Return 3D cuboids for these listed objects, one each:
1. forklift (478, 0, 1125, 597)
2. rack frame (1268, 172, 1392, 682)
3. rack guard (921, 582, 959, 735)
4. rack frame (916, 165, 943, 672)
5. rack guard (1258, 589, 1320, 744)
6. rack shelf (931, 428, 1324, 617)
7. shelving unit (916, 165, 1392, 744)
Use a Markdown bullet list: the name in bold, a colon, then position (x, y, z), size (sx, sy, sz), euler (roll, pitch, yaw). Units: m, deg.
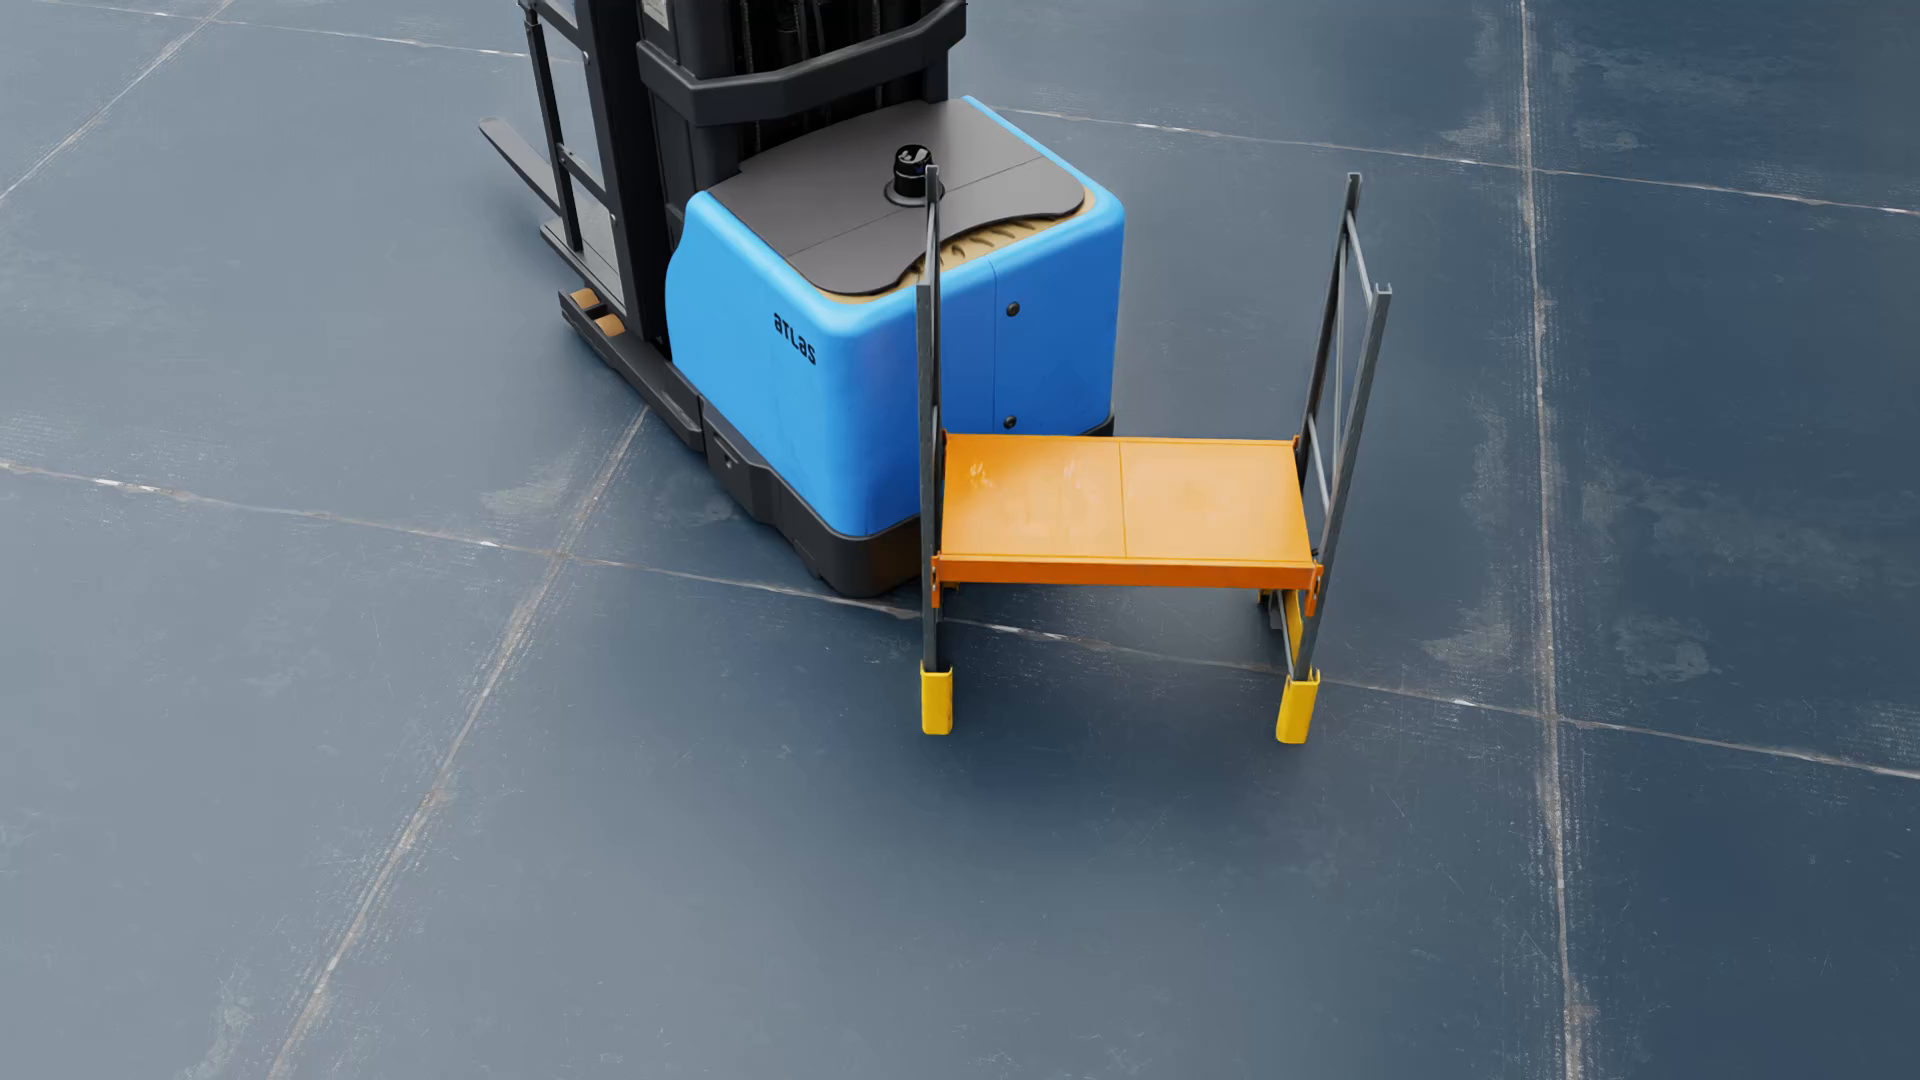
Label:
- **forklift**: position (-0.781, -1.867, 5.076), size (1.130, 2.935, 3.031), euler (-27, 50, -25)
- **rack frame**: position (0.942, -0.173, 4.348), size (0.032, 1.500, 0.500), euler (1, 44, 1)
- **rack guard**: position (-0.055, 0.255, 4.805), size (0.087, 0.250, 0.587), euler (1, 44, 1)
- **rack frame**: position (-0.074, -0.196, 4.372), size (0.032, 1.500, 0.500), euler (1, 44, 1)
- **rack guard**: position (0.941, 0.277, 4.782), size (0.087, 0.250, 0.587), euler (1, 44, 1)
- **rack shelf**: position (0.434, -0.055, 4.485), size (1.000, 0.185, 0.538), euler (1, 44, 1)
- **shelving unit**: position (0.443, -0.184, 4.360), size (1.083, 1.500, 0.587), euler (1, 44, 1)
